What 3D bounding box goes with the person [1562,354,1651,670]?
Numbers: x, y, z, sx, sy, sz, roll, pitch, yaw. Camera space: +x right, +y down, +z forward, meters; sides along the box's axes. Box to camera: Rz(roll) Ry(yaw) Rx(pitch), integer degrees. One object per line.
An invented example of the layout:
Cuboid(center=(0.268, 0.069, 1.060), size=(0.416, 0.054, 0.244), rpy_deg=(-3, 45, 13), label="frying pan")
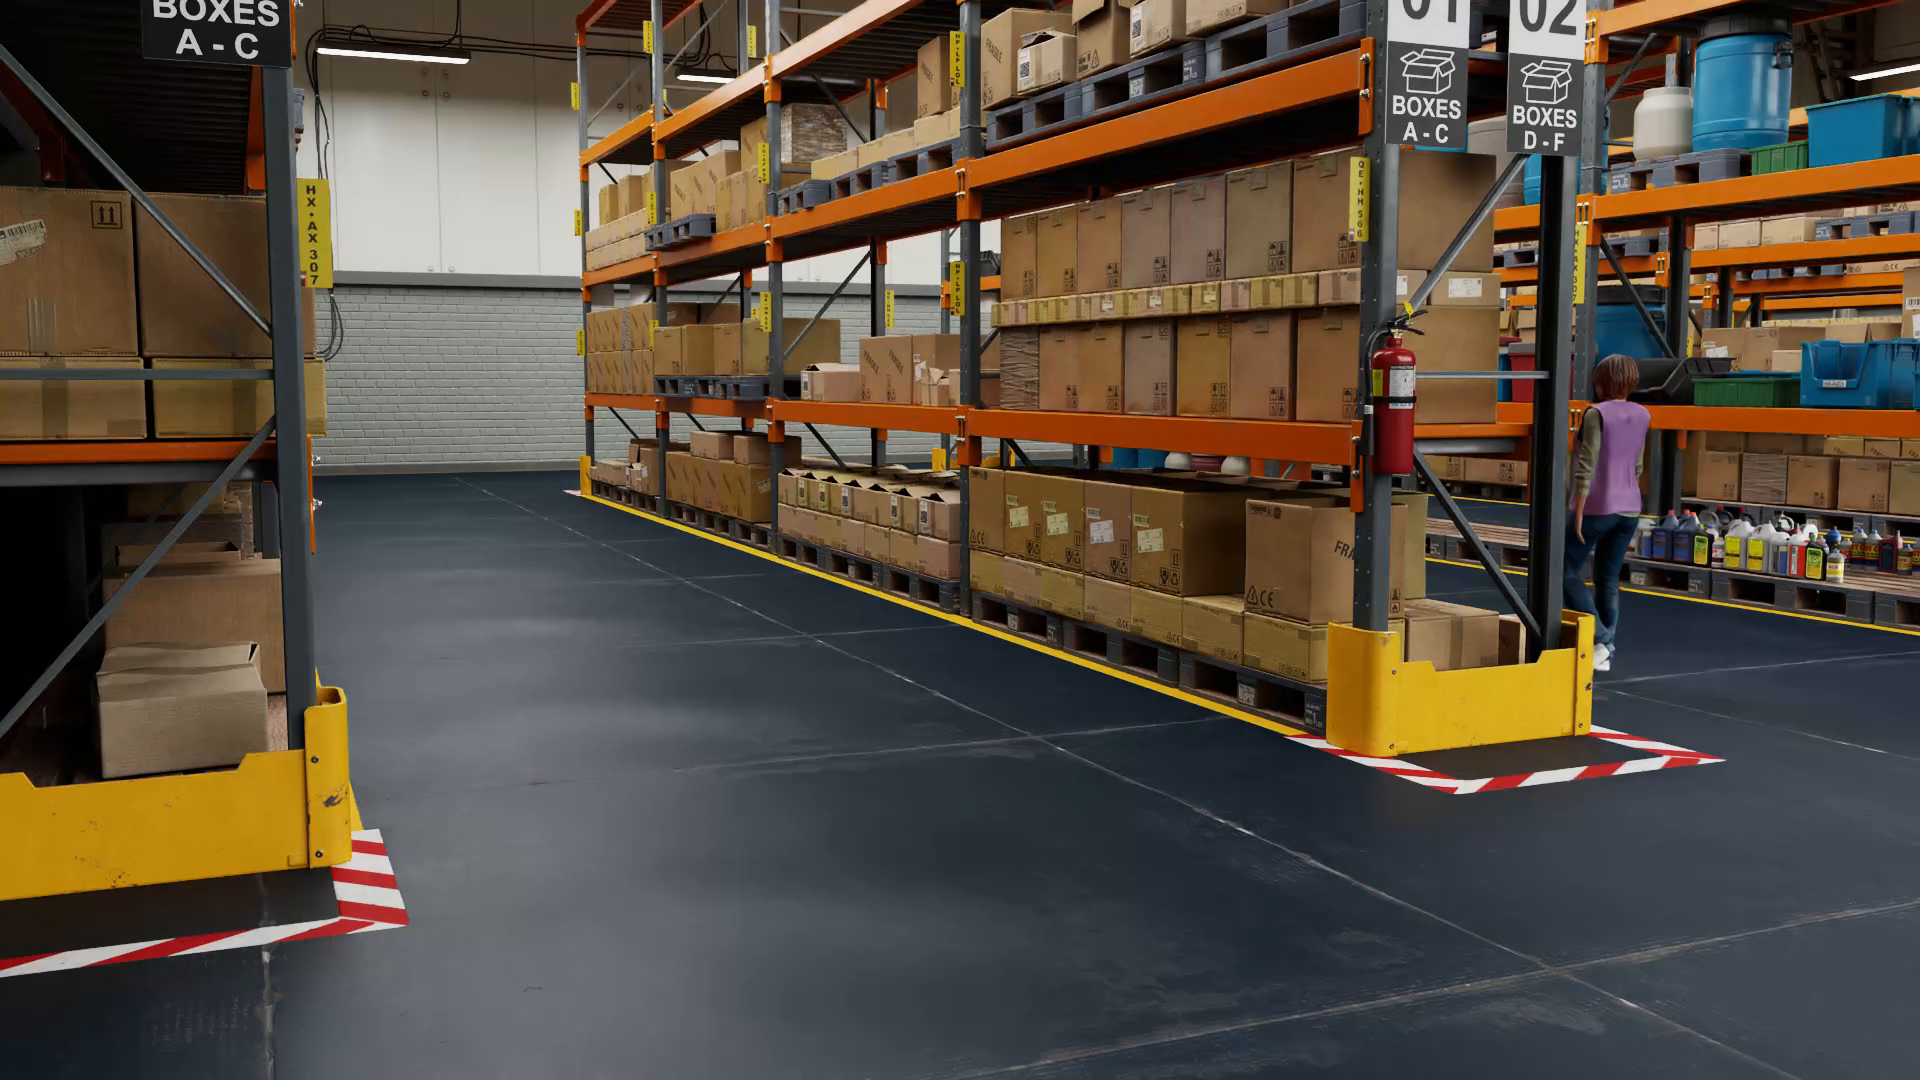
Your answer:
Cuboid(center=(3.175, -0.118, 8.275), size=(0.437, 1.606, 0.479), rpy_deg=(-2, 6, -19), label="person")
